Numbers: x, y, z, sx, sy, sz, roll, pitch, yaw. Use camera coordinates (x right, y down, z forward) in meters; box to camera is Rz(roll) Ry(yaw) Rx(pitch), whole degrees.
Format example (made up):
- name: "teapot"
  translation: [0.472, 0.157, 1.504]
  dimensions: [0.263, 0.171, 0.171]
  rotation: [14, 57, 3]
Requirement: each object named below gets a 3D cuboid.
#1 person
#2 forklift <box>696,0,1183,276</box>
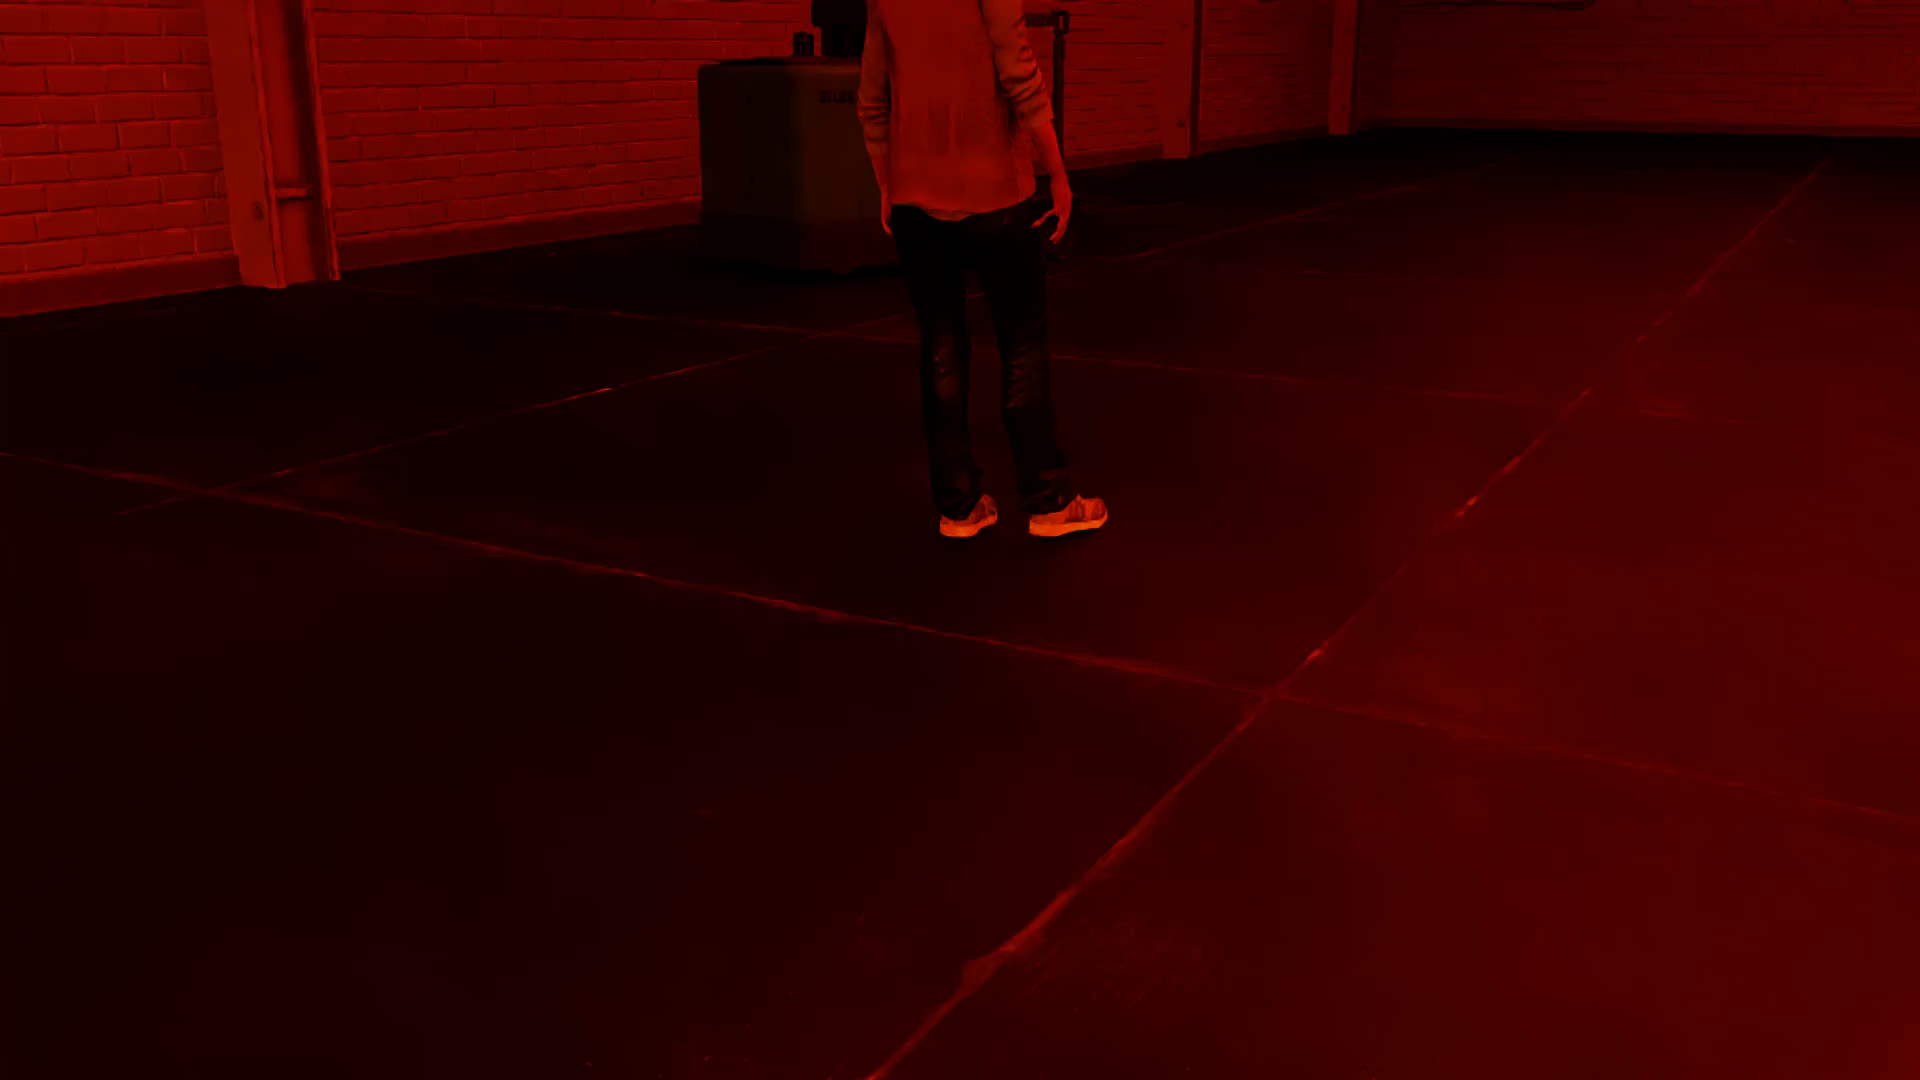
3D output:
- name: "person"
  translation: [0.049, -0.789, 3.868]
  dimensions: [0.520, 1.597, 0.474]
  rotation: [9, 19, 28]
- name: "forklift"
  translation: [0.027, -3.085, 9.328]
  dimensions: [3.031, 2.935, 1.130]
  rotation: [-14, 21, -39]
